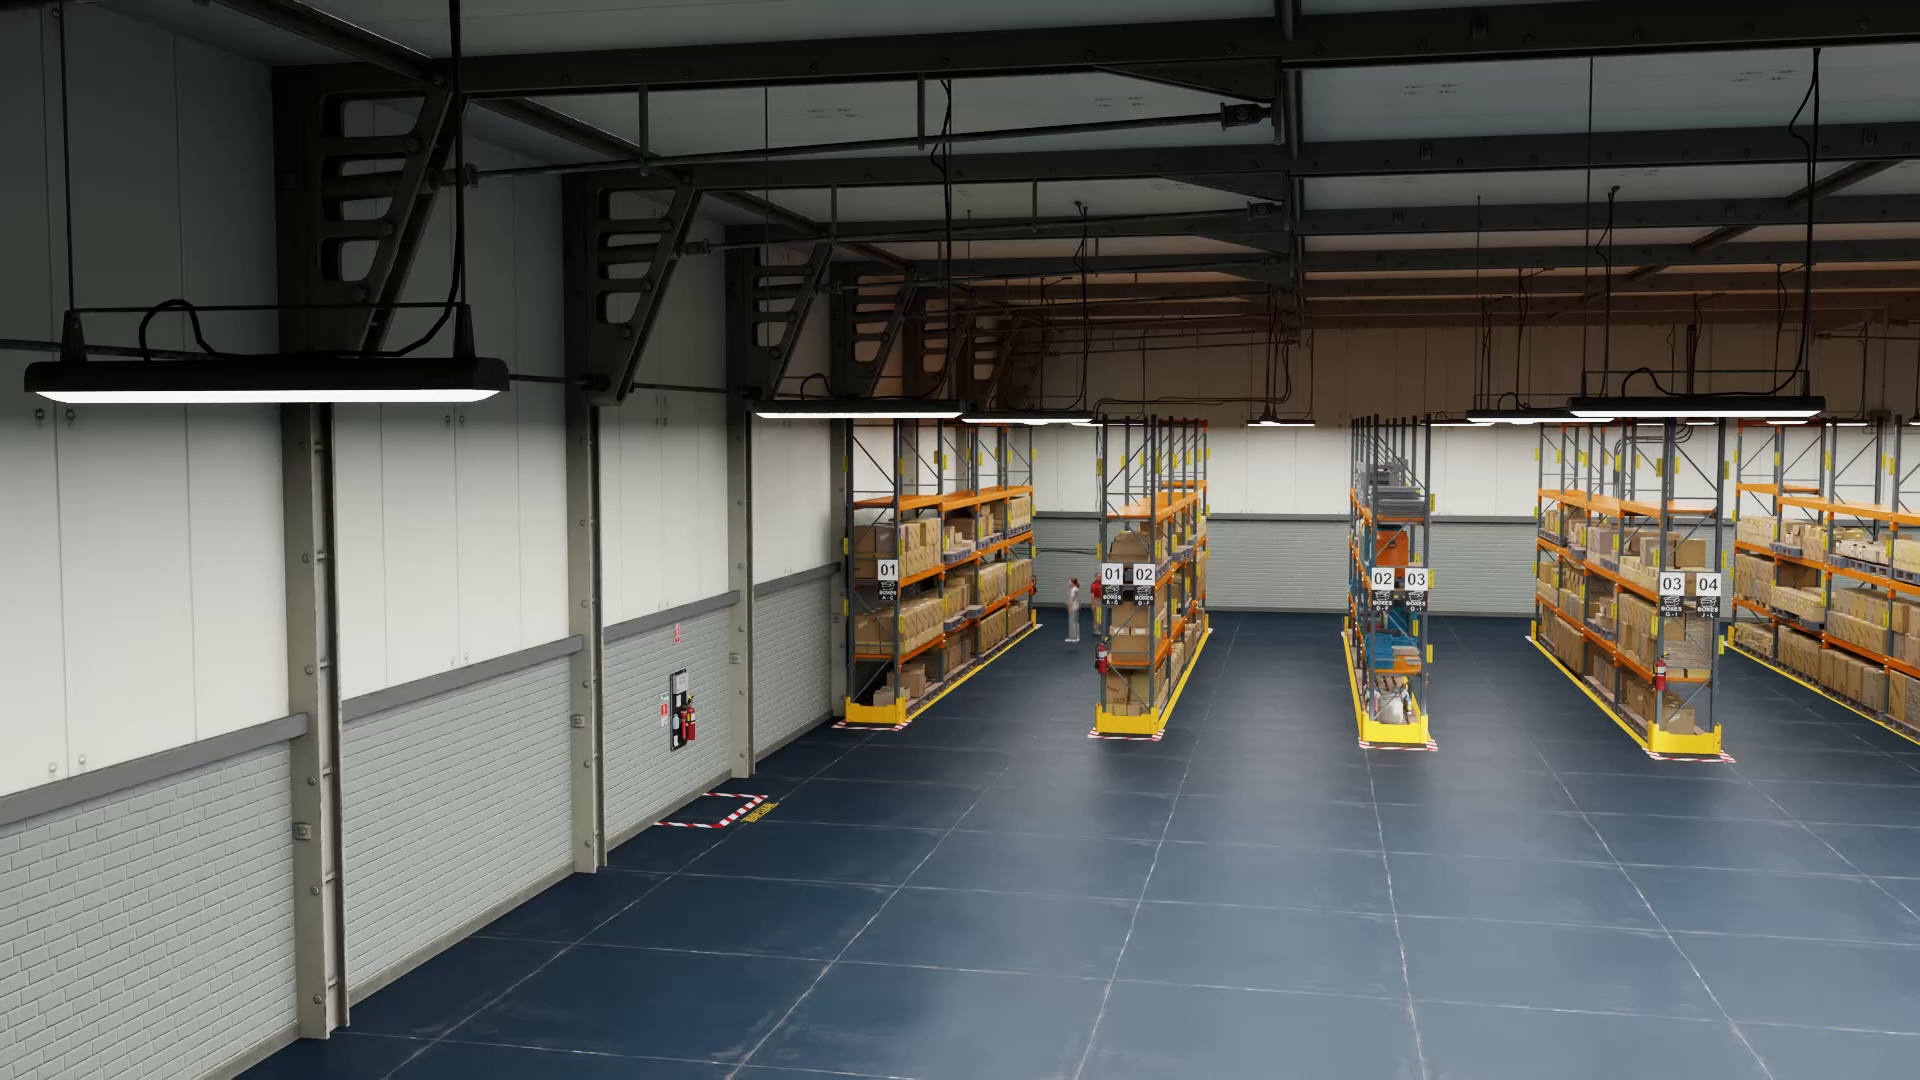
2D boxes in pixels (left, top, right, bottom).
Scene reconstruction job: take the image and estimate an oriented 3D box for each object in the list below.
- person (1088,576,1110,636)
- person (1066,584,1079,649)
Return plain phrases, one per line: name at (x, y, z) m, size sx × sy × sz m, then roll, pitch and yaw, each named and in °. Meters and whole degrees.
person at (3.849, 1.816, 46.169) m, size 0.679 × 1.662 × 0.764 m, roll -1°, pitch 4°, yaw -16°
person at (2.914, 1.976, 42.919) m, size 0.365 × 1.676 × 0.575 m, roll -1°, pitch 4°, yaw -16°
